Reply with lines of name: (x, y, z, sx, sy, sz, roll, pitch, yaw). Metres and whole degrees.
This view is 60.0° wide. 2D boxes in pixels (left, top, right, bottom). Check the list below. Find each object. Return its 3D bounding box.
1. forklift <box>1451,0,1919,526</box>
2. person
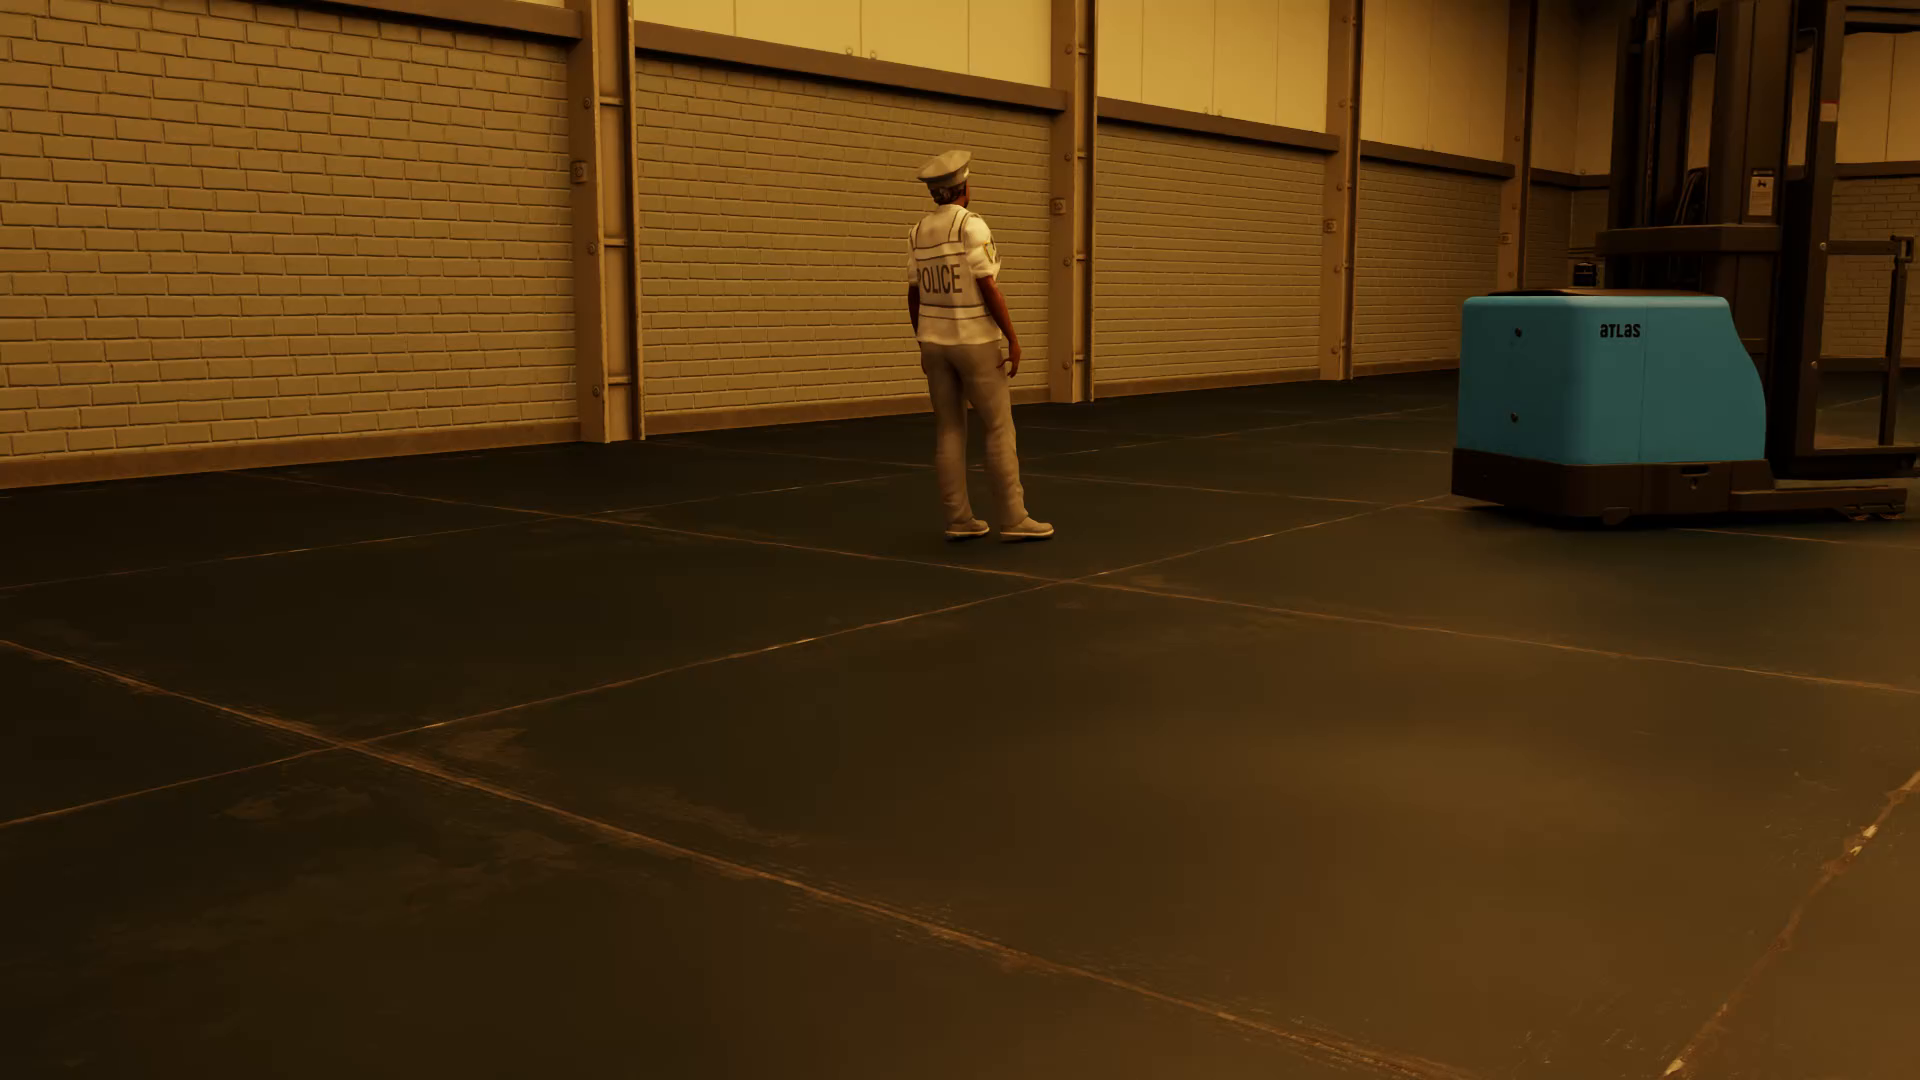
forklift: (4.094, -1.611, 8.289, 3.031, 2.935, 1.130, -2, 9, -15)
person: (0.063, -0.852, 7.327, 0.569, 1.695, 0.528, 7, 11, 38)
